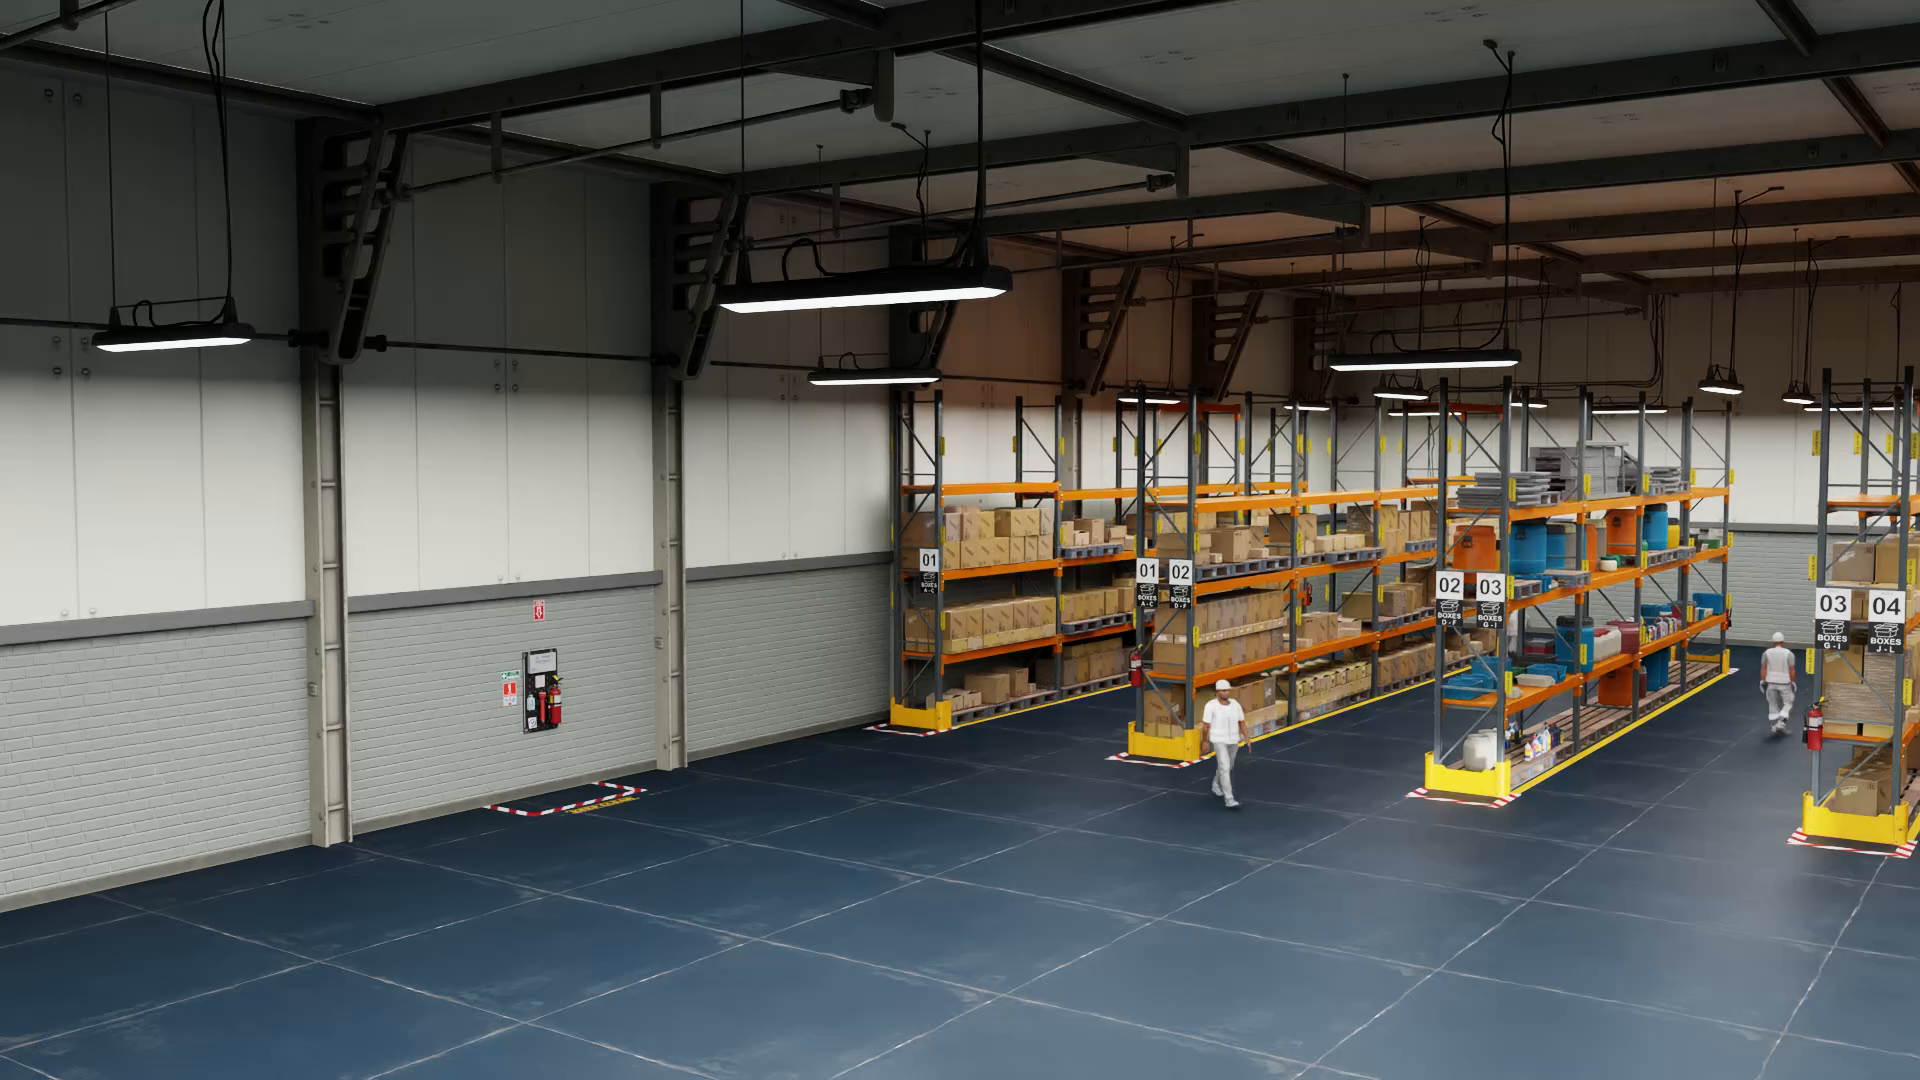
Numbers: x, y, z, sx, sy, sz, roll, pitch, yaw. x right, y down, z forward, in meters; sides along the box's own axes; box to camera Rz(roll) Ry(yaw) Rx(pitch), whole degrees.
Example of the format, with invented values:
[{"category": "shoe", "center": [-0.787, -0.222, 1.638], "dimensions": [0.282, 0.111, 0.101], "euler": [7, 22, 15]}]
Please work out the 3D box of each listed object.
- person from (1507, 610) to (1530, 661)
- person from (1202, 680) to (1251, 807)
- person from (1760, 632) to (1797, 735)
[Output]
[{"category": "person", "center": [12.339, 2.077, 37.052], "dimensions": [0.696, 1.682, 0.716], "euler": [3, 5, 44]}, {"category": "person", "center": [3.739, 2.826, 23.287], "dimensions": [0.597, 1.736, 0.984], "euler": [-1, 3, -19]}, {"category": "person", "center": [14.183, 2.495, 28.818], "dimensions": [0.570, 1.786, 0.533], "euler": [2, 4, 36]}]
